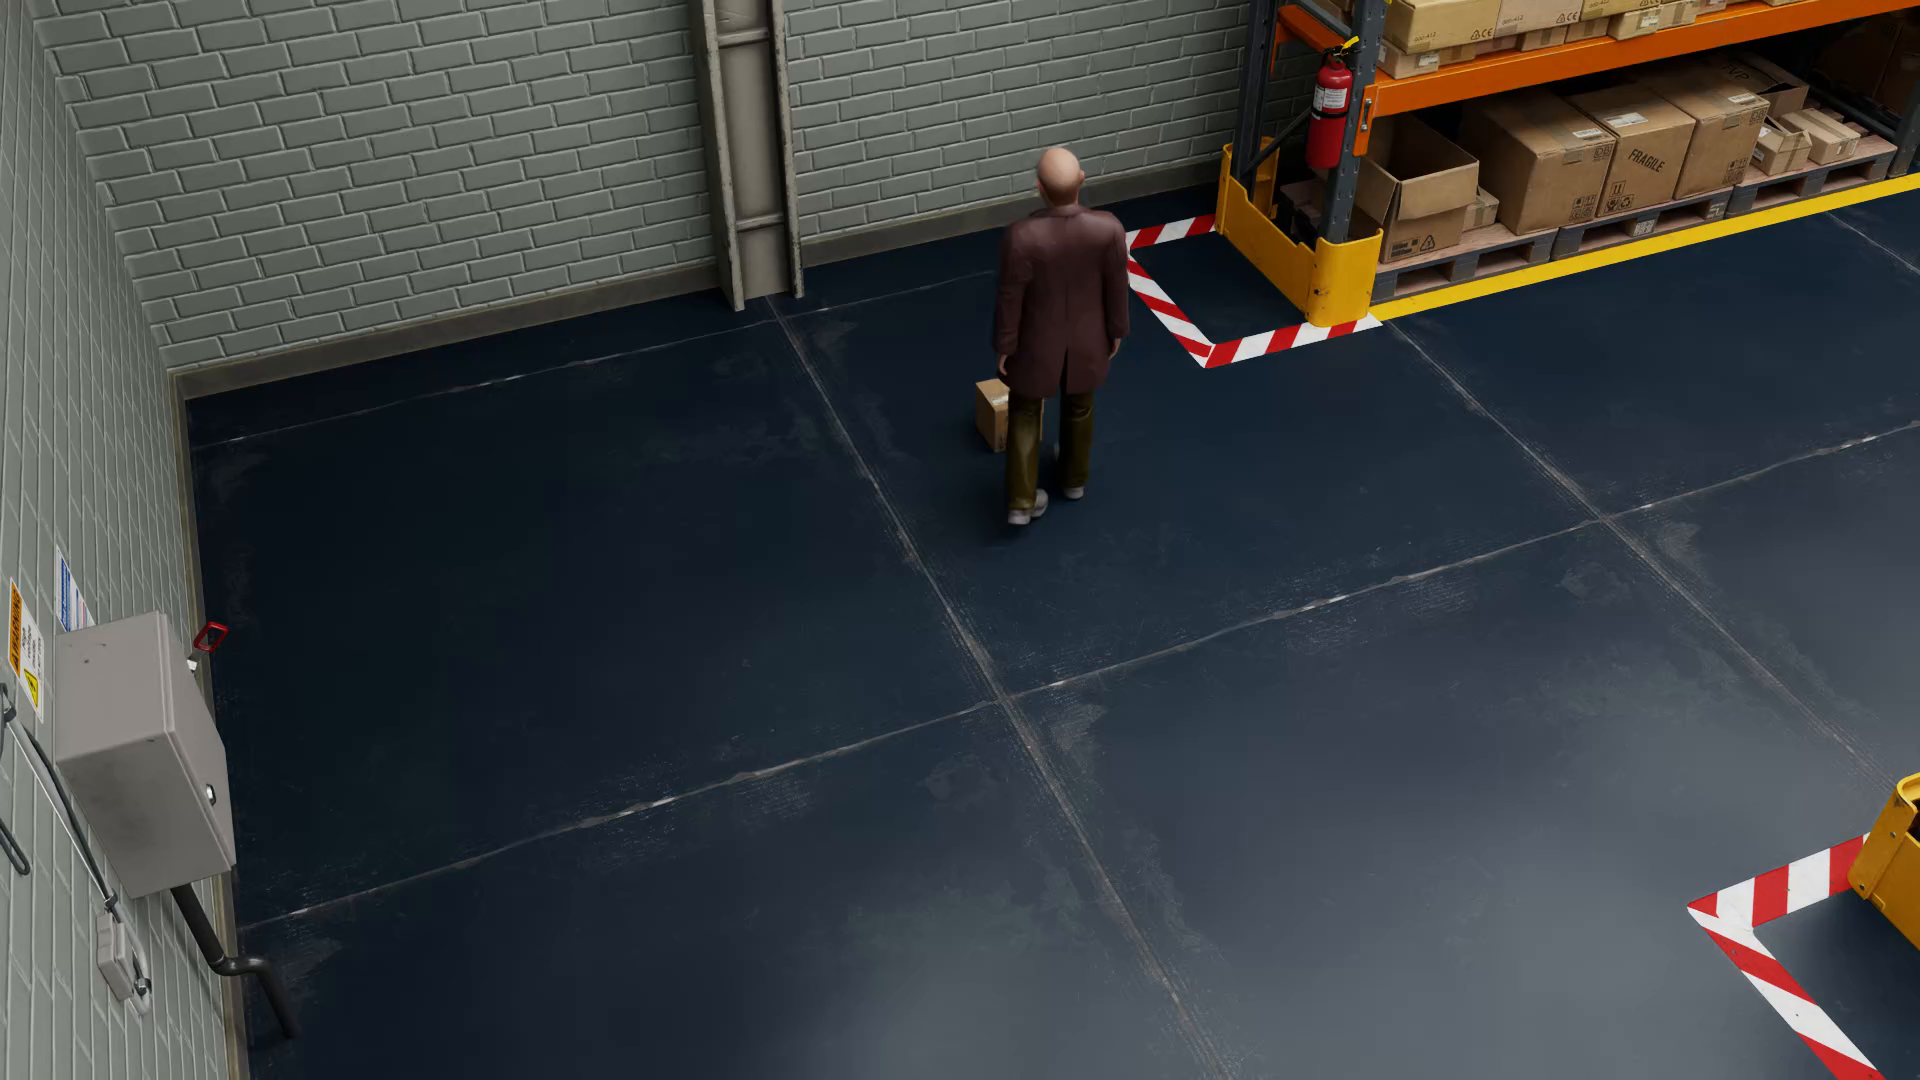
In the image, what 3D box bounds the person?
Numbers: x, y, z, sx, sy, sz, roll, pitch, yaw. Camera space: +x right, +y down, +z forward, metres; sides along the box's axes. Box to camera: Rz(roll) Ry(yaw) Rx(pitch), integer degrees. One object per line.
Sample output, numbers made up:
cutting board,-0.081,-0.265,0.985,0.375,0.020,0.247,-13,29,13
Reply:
person,0.427,-0.875,7.165,0.608,1.797,0.630,-5,41,-6
